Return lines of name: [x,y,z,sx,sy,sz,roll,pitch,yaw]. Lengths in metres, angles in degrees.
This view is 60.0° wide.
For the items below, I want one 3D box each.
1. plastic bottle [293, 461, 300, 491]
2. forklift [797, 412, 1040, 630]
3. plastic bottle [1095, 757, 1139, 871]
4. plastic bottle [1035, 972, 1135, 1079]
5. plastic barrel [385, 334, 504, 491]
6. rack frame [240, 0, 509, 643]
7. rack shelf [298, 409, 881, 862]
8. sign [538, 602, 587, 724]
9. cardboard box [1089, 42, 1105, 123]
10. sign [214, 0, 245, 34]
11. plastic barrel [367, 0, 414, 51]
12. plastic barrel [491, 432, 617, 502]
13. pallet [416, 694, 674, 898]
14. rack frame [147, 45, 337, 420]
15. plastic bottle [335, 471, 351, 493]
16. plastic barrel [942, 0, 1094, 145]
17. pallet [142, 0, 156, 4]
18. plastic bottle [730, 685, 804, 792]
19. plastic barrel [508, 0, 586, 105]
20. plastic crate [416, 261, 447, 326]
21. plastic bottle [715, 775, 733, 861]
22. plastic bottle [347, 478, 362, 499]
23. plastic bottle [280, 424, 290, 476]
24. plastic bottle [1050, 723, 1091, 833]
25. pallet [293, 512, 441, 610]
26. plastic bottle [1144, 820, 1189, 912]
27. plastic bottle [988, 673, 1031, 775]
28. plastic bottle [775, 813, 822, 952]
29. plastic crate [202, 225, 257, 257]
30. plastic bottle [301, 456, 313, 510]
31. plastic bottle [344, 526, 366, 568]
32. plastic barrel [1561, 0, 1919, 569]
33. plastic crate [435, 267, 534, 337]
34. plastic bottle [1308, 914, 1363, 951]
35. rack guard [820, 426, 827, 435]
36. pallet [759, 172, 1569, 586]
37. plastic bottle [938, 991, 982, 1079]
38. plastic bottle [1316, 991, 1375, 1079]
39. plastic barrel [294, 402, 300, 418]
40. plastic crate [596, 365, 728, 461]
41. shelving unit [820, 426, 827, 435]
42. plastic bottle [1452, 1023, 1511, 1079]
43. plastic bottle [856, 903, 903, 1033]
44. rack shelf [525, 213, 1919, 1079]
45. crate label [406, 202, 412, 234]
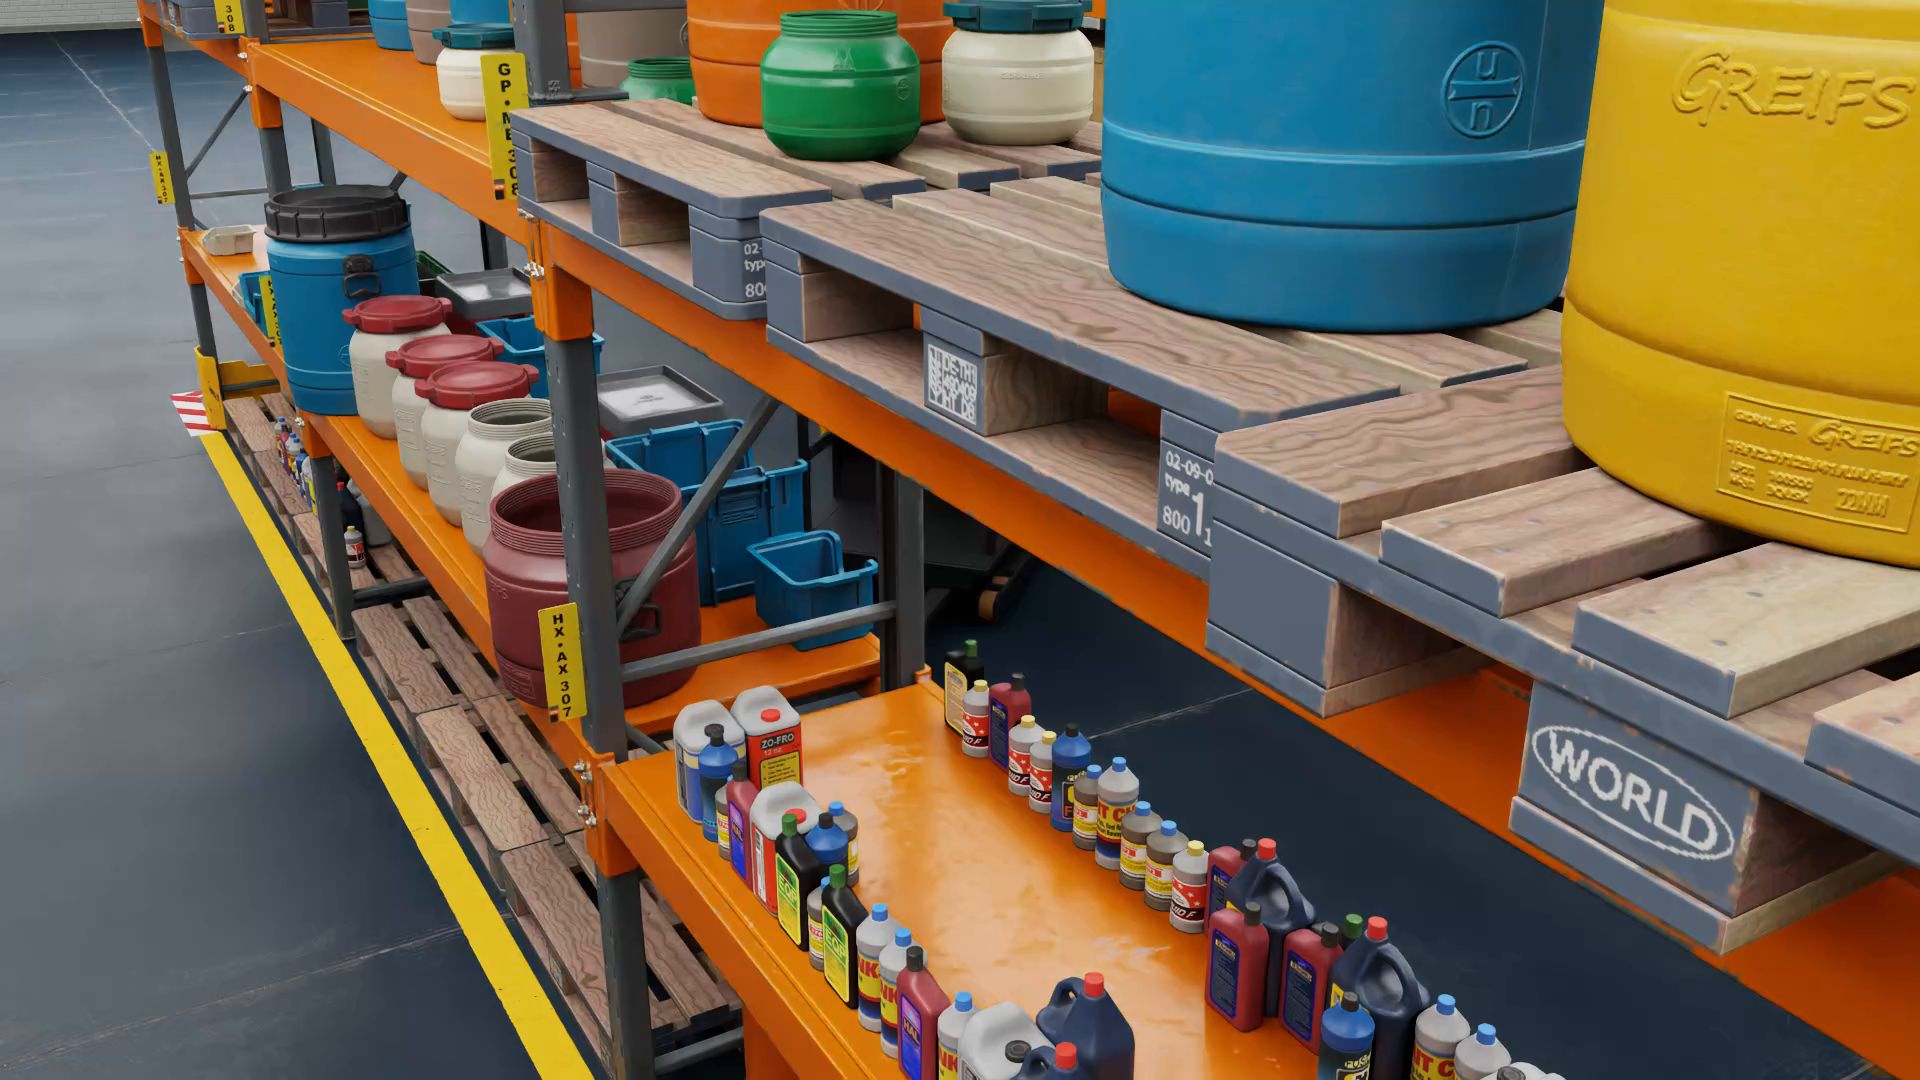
plastic bottle: [-3.714,-0.386,9.410,0.097,0.201,0.097,0,22,0]
forklift: [-0.231,-1.114,8.159,1.130,2.935,3.031,7,23,17]
plastic bottle: [0.371,0.639,3.927,0.097,0.271,0.097,0,22,0]
plastic bottle: [0.230,0.942,3.075,0.144,0.351,0.185,-13,25,-28]
plastic barrel: [-1.931,-0.480,6.328,0.433,0.535,0.433,0,22,0]
rack frame: [-2.605,-1.006,7.803,1.000,3.000,0.127,-13,25,-28]
rack shelf: [-1.584,-0.025,6.346,1.077,0.370,4.000,-13,25,-28]
sign: [-1.032,0.321,4.321,0.100,0.325,0.005,-13,25,-28]
cardboard box: [1.163,-2.911,10.633,0.700,0.500,0.500,-13,25,-28]
sign: [-3.084,-2.298,6.985,0.100,0.325,0.005,-13,25,-28]
plastic barrel: [-2.159,-2.505,6.842,0.600,0.901,0.708,-13,25,-28]
plastic barrel: [-1.271,-0.055,5.315,0.421,0.512,0.421,0,22,0]
pallet: [-1.544,0.928,6.748,1.003,0.211,1.213,-13,25,-28]
rack frame: [-4.649,-2.301,10.989,1.000,3.000,0.127,-13,25,-28]
plastic bottle: [-3.280,-0.198,8.748,0.144,0.351,0.185,-14,26,-31]
plastic barrel: [0.111,-0.912,3.215,0.301,0.262,0.301,0,22,0]
pallet: [-4.310,-3.316,9.754,1.003,0.211,1.213,-13,25,-28]
plastic bottle: [-0.488,0.519,4.215,0.152,0.276,0.135,-13,25,-28]
plastic barrel: [-1.129,-1.819,5.249,0.600,0.830,0.708,-13,25,-28]
plastic crate: [-2.764,-1.171,8.292,0.767,0.338,0.504,-13,25,-28]
plastic bottle: [-0.534,0.657,3.974,0.097,0.201,0.097,0,22,0]
plastic bottle: [-3.166,-0.200,8.853,0.152,0.276,0.135,-13,25,-28]
plastic bottle: [-3.891,-0.523,9.637,0.061,0.283,0.133,-12,25,-27]
plastic bottle: [0.272,0.576,4.082,0.097,0.271,0.097,0,22,0]
pallet: [-2.913,0.060,8.883,1.003,0.211,1.213,-13,25,-28]
plastic bottle: [0.471,0.734,3.785,0.097,0.201,0.097,0,22,0]
plastic bottle: [0.129,0.466,4.335,0.061,0.283,0.133,-13,25,-28]
plastic bottle: [-0.353,0.747,3.645,0.061,0.283,0.133,-13,25,-28]
plastic crate: [-4.468,-1.827,10.173,0.298,0.136,0.250,-13,25,-28]
plastic bottle: [-3.525,-0.321,9.151,0.152,0.276,0.135,-12,25,-27]
plastic bottle: [-3.059,0.029,8.389,0.097,0.201,0.097,0,22,0]
plastic barrel: [0.840,-0.344,1.383,0.600,0.588,0.600,0,22,0]
plastic crate: [-2.095,-0.938,7.550,0.402,0.464,0.583,-13,25,-28]
plastic bottle: [0.758,0.865,3.355,0.061,0.283,0.133,-13,25,-28]
rack guard: [-0.681,-0.828,11.008,0.587,0.250,0.087,-20,30,-41]
pallet: [0.415,-0.320,2.382,1.003,0.211,1.213,-13,25,-28]
plastic bottle: [0.007,0.967,3.119,0.097,0.271,0.097,0,22,0]
plastic bottle: [0.722,0.967,3.119,0.097,0.271,0.097,0,22,0]
plastic barrel: [-3.991,-0.982,10.491,0.421,0.512,0.421,0,22,0]
plastic crate: [-1.125,-0.323,6.037,0.402,0.464,0.583,-13,25,-28]
shelving unit: [-0.329,-1.273,10.445,0.587,1.500,1.083,-20,30,-41]
plastic bottle: [0.945,1.002,3.032,0.097,0.271,0.097,0,22,0]
plastic bottle: [-0.161,0.861,3.380,0.097,0.271,0.097,0,22,0]
rack shelf: [0.459,-0.120,2.595,1.077,0.370,4.000,-13,25,-28]
crate label: [-3.476,-1.774,9.644,0.502,0.435,0.616,-13,25,-28]
